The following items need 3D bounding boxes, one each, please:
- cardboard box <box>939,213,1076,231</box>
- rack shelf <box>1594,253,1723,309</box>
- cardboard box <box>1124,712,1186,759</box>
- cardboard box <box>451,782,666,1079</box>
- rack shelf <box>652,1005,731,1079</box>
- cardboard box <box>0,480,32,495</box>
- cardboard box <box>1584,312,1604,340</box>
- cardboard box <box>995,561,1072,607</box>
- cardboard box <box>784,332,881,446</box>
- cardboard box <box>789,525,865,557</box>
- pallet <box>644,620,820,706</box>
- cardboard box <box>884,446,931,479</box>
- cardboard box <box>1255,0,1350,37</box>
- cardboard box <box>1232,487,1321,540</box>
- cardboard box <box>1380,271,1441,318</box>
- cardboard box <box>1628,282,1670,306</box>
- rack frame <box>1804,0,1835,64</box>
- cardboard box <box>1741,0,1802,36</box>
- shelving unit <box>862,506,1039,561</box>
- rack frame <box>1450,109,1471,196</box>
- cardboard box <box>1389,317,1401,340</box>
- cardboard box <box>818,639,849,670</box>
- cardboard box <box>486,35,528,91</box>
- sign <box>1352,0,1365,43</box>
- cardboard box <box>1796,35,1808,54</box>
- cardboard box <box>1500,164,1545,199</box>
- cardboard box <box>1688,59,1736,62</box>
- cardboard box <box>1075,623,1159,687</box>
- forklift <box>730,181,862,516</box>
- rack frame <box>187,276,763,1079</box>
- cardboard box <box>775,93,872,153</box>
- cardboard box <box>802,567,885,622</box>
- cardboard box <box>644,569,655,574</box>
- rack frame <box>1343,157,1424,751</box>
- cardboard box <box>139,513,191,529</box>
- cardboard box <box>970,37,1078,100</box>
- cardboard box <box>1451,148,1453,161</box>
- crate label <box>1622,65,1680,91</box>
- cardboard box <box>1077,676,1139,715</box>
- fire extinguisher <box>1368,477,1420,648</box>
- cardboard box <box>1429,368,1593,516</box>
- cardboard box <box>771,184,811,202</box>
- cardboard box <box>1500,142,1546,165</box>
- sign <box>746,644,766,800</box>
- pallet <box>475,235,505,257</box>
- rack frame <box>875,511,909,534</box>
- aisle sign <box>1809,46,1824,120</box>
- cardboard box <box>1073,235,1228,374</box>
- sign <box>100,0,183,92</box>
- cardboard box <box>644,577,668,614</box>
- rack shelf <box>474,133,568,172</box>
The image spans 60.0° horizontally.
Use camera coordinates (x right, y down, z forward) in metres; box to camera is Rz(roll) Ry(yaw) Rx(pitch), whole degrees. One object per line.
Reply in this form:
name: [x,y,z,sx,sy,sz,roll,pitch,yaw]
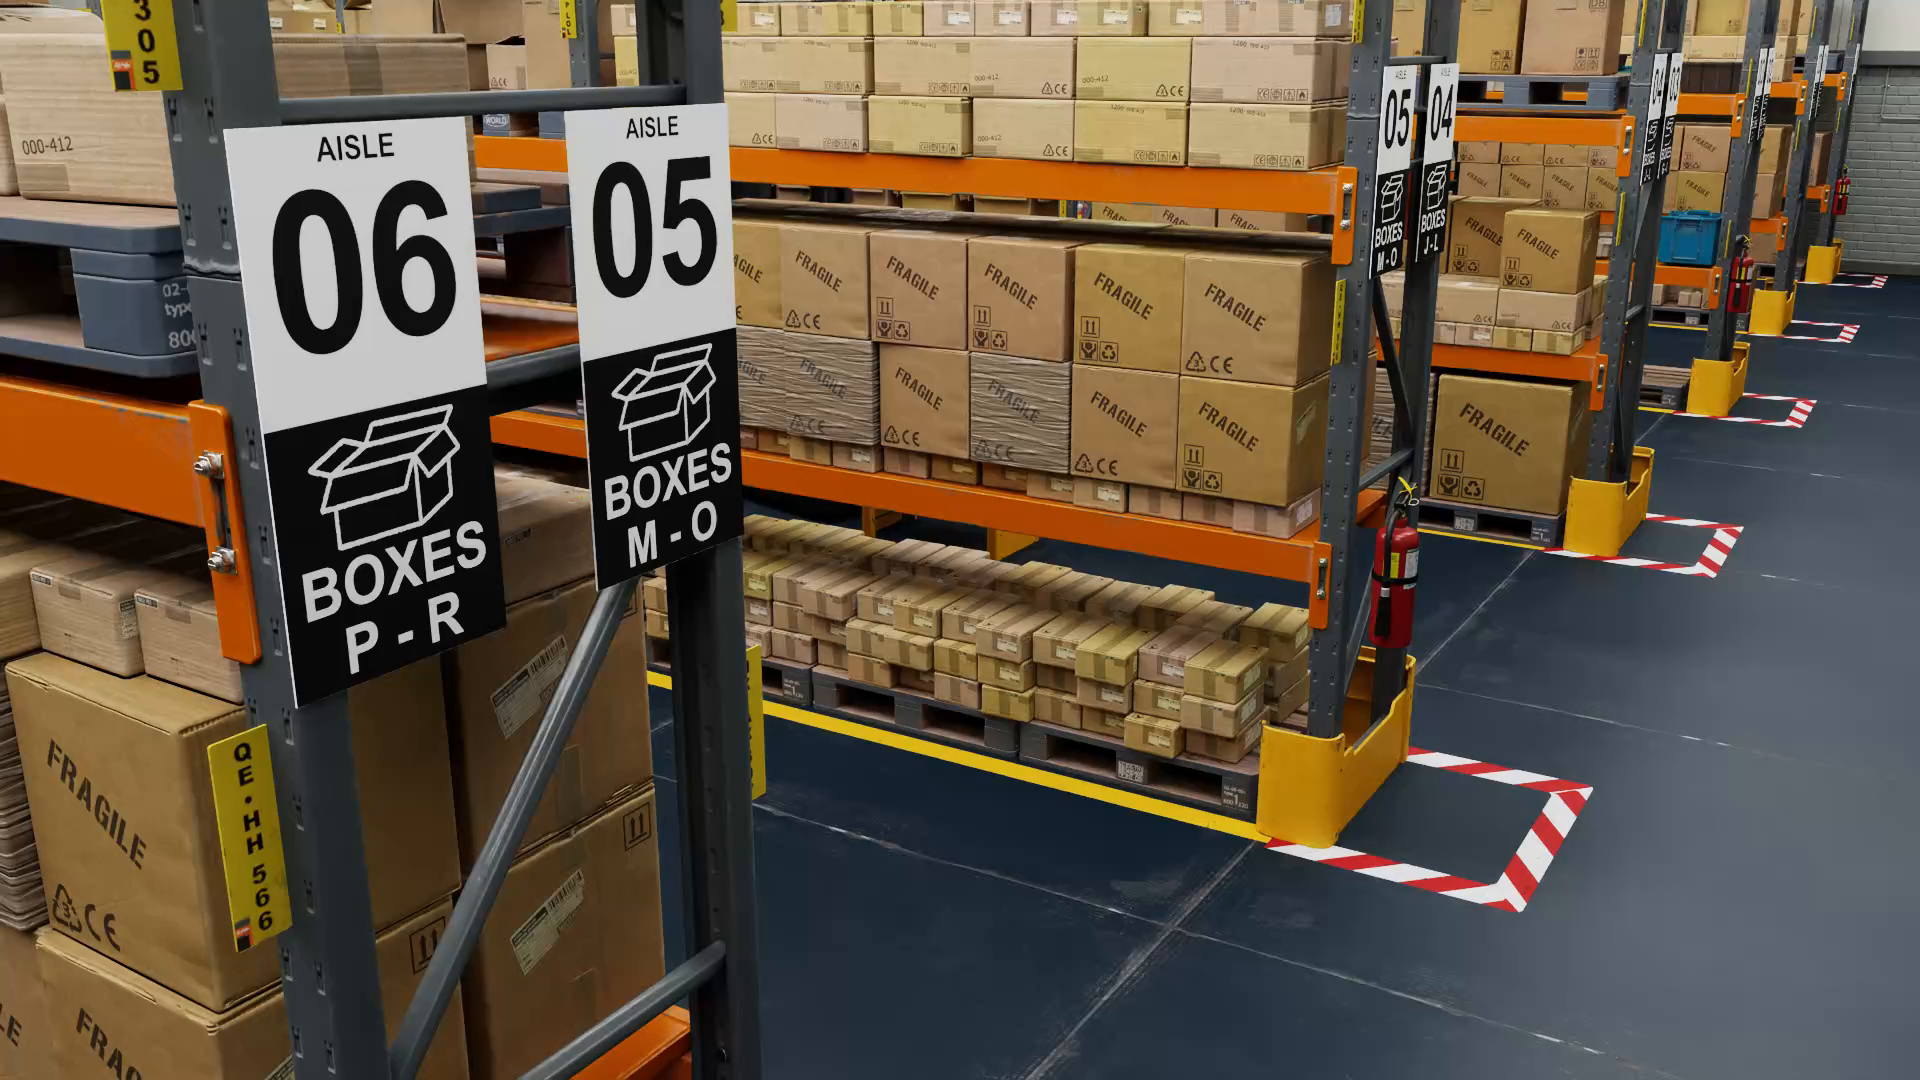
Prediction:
cardboard box: [0.235,-1.314,8.143,0.500,0.500,0.500,9,19,28]
rack shelf: [5.350,-2.675,16.264,4.000,0.370,1.077,10,20,30]
cardboard box: [0.950,0.845,7.620,0.250,0.149,0.380,11,20,32]
cardboard box: [-0.983,0.774,3.500,0.500,0.500,0.500,10,20,30]
rack shelf: [-2.429,1.006,4.146,4.000,0.370,1.077,10,20,30]
cardboard box: [-2.007,-0.032,3.319,0.250,0.149,0.380,10,20,30]
cardboard box: [4.332,-1.504,11.603,0.250,0.149,0.380,10,20,31]
cardboard box: [0.379,0.244,8.576,0.250,0.149,0.380,10,20,31]
cardboard box: [-0.503,-0.777,8.095,0.500,0.500,0.500,10,19,29]
cardboard box: [-0.735,0.050,9.216,0.250,0.149,0.380,10,20,30]
pallet: [-1.038,0.544,9.227,1.213,0.211,1.003,10,20,30]
cardboard box: [-0.158,-0.422,8.041,0.250,0.149,0.380,11,20,32]
cardboard box: [1.343,-2.047,6.509,0.250,0.149,0.380,10,20,30]
cardboard box: [1.354,-0.135,7.096,0.250,0.149,0.380,10,20,30]
cardboard box: [3.044,-1.722,11.634,0.500,0.250,0.500,9,19,28]
cardboard box: [8.263,-3.010,20.102,0.500,0.250,0.500,10,20,30]
rack frame: [9.649,-6.812,18.323,0.127,3.000,1.000,10,20,30]
cardboard box: [9.203,-5.977,18.843,0.500,0.500,0.700,10,20,30]
shelving unit: [-0.065,-0.729,11.201,1.083,1.500,0.587,10,20,30]
rack frame: [6.241,-4.550,21.198,0.127,3.000,1.000,10,20,30]
cardboard box: [3.115,-1.496,11.577,0.250,0.149,0.380,10,19,29]
cardboard box: [-0.531,0.538,8.631,0.250,0.149,0.380,9,19,28]
cardboard box: [-2.269,-2.663,9.257,0.500,0.311,0.500,10,19,29]
sign: [1.472,-2.000,6.119,0.005,0.325,0.100,10,20,30]
cardboard box: [11.476,-6.827,22.896,0.500,0.250,0.500,11,20,32]
cardboard box: [6.970,-4.375,20.452,0.500,0.500,0.500,11,20,31]
cardboard box: [8.653,-5.396,19.082,0.500,0.250,0.500,10,20,30]
cardboard box: [0.725,0.525,7.651,0.250,0.149,0.380,10,19,29]
forklift: [-1.562,-1.934,12.706,1.130,2.935,3.031,-14,22,-39]
rack frame: [-0.725,0.966,3.040,0.127,3.000,1.000,10,20,30]
cardboard box: [-0.507,-1.953,7.748,0.500,0.250,0.500,11,20,32]
cardboard box: [-0.590,0.274,8.476,0.250,0.149,0.380,11,20,31]
cardboard box: [-2.120,-0.067,10.018,0.500,0.500,0.500,11,20,32]
rack frame: [1.782,-0.276,7.129,0.053,2.616,0.949,10,20,30]
cardboard box: [-1.538,-0.119,3.603,0.250,0.149,0.380,9,19,28]
cardboard box: [0.383,-2.041,7.177,0.500,0.250,0.500,10,20,31]
cardboard box: [7.441,-6.138,25.710,0.500,0.500,0.500,10,20,30]
crate label: [6.437,-4.299,15.469,0.502,0.251,0.408,10,20,30]
cardboard box: [0.737,0.657,7.727,0.250,0.149,0.380,9,19,28]
fire extinguisher: [1.753,0.093,6.690,0.183,0.674,0.296,10,20,30]
cardboard box: [3.875,-0.750,11.623,0.875,0.875,0.875,10,20,30]
cardboard box: [-1.187,-3.018,14.258,0.637,0.503,0.797,11,20,31]
cardboard box: [6.935,-4.856,20.315,0.500,0.500,0.500,9,19,28]
sign: [-0.429,0.377,3.352,0.005,0.325,0.100,10,20,30]
pallet: [-4.064,-2.904,16.112,1.213,0.211,1.003,10,20,30]
rack frame: [-0.506,-0.808,11.461,0.032,1.500,0.500,10,20,30]
aisle sign: [9.547,-5.099,18.533,0.004,0.787,0.394,10,20,30]
cardboard box: [0.828,-1.029,7.204,0.500,0.500,0.500,9,19,28]
sign: [-1.020,-0.723,2.051,0.005,0.325,0.100,10,20,30]
cardboard box: [-1.487,0.272,8.997,0.250,0.149,0.380,11,20,33]
rack shelf: [-3.333,-2.279,9.800,4.000,0.370,1.077,10,20,30]
